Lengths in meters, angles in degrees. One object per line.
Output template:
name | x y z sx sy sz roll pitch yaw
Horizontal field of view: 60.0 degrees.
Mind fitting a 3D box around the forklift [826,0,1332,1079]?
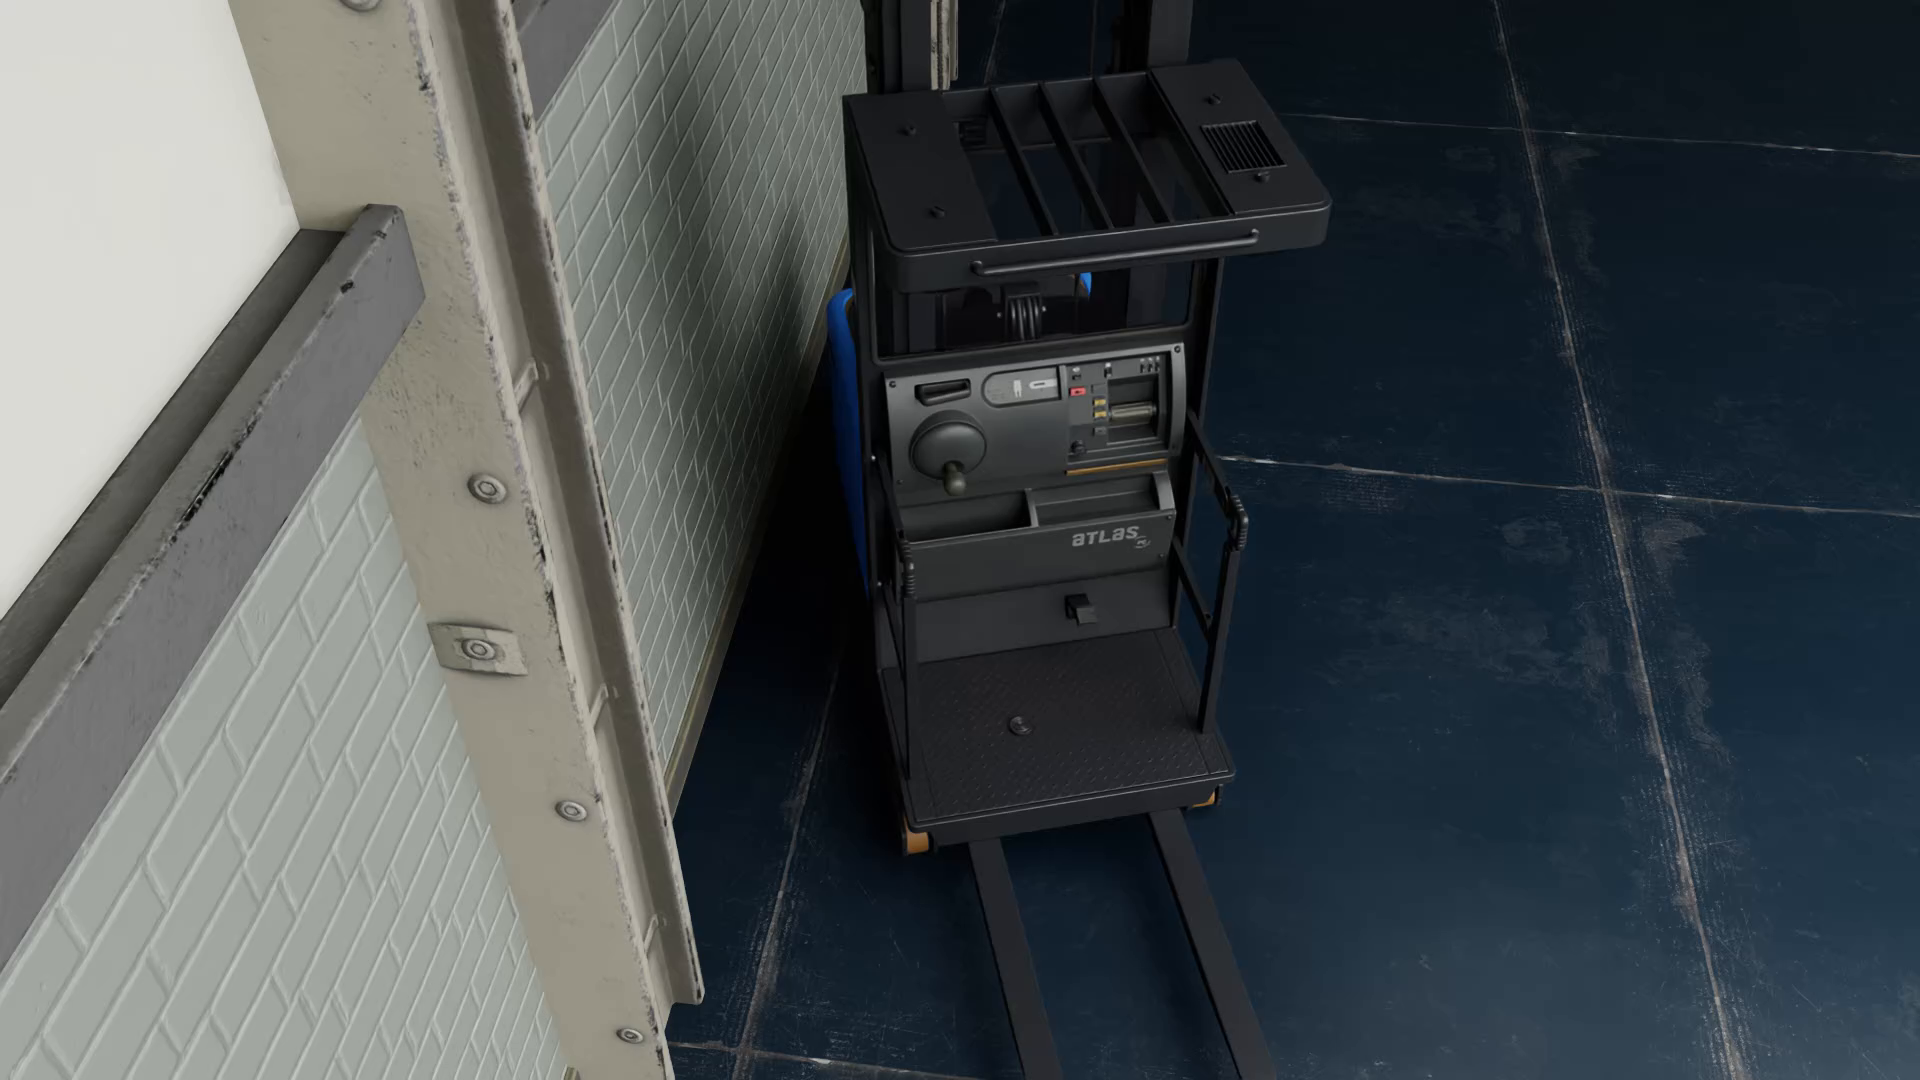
forklift | 0.280 -0.287 4.921 1.130 2.935 3.031 -8 44 -8

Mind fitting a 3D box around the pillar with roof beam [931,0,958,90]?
pillar with roof beam | 4.077 -5.427 5.937 9.100 9.000 0.400 5 44 6

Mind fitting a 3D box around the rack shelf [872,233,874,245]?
rack shelf | -0.263 -1.134 6.470 0.258 0.148 0.480 -8 44 -8

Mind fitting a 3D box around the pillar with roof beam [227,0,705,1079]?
pillar with roof beam | 3.284 -1.338 1.618 9.100 9.000 0.400 5 44 6

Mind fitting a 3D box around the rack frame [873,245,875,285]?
rack frame | -0.215 -0.667 6.582 0.240 1.200 0.015 -8 44 -8

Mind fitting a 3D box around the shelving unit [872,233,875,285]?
shelving unit | -0.263 -0.832 6.756 0.258 1.200 0.503 -8 44 -8
